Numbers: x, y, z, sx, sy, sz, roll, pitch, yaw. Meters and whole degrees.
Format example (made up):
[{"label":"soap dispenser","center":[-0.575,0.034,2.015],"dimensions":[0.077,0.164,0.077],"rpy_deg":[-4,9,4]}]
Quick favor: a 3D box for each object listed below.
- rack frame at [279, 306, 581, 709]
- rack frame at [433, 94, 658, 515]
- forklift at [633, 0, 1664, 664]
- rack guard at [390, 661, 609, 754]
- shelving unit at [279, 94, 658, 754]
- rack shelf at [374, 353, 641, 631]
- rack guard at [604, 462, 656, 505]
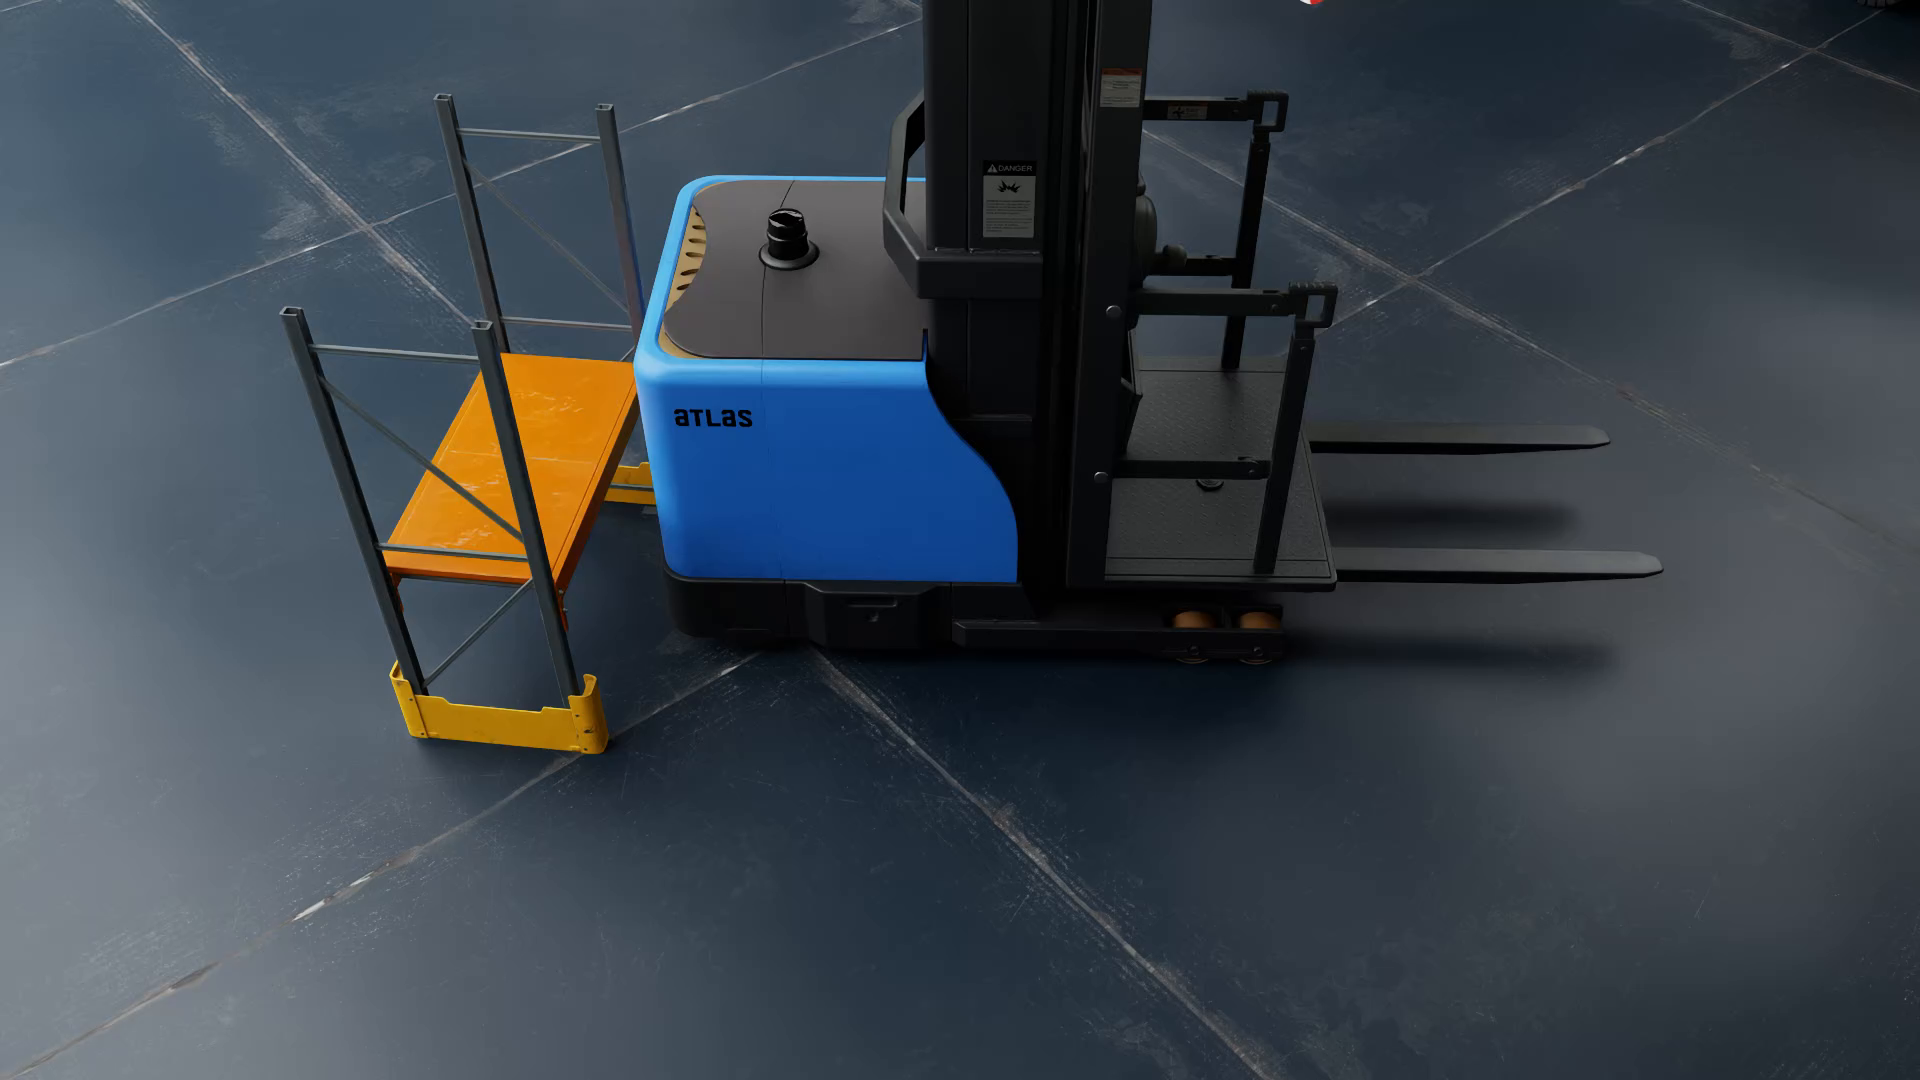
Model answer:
[{"label":"rack frame","center":[-1.322,0.036,4.340],"dimensions":[0.500,1.500,0.032],"rpy_deg":[5,43,5]},{"label":"rack frame","center":[-1.199,-0.655,5.075],"dimensions":[0.500,1.500,0.032],"rpy_deg":[5,43,5]},{"label":"forklift","center":[0.630,-1.060,4.460],"dimensions":[3.031,2.935,1.130],"rpy_deg":[1,43,1]},{"label":"rack guard","center":[-1.319,0.478,4.782],"dimensions":[0.587,0.250,0.087],"rpy_deg":[5,43,5]},{"label":"shelving unit","center":[-1.259,-0.316,4.714],"dimensions":[0.587,1.500,1.083],"rpy_deg":[5,43,5]},{"label":"rack shelf","center":[-1.260,-0.179,4.831],"dimensions":[0.538,0.185,1.000],"rpy_deg":[5,43,5]},{"label":"rack guard","center":[-1.199,-0.199,5.502],"dimensions":[0.587,0.250,0.087],"rpy_deg":[5,43,5]}]
